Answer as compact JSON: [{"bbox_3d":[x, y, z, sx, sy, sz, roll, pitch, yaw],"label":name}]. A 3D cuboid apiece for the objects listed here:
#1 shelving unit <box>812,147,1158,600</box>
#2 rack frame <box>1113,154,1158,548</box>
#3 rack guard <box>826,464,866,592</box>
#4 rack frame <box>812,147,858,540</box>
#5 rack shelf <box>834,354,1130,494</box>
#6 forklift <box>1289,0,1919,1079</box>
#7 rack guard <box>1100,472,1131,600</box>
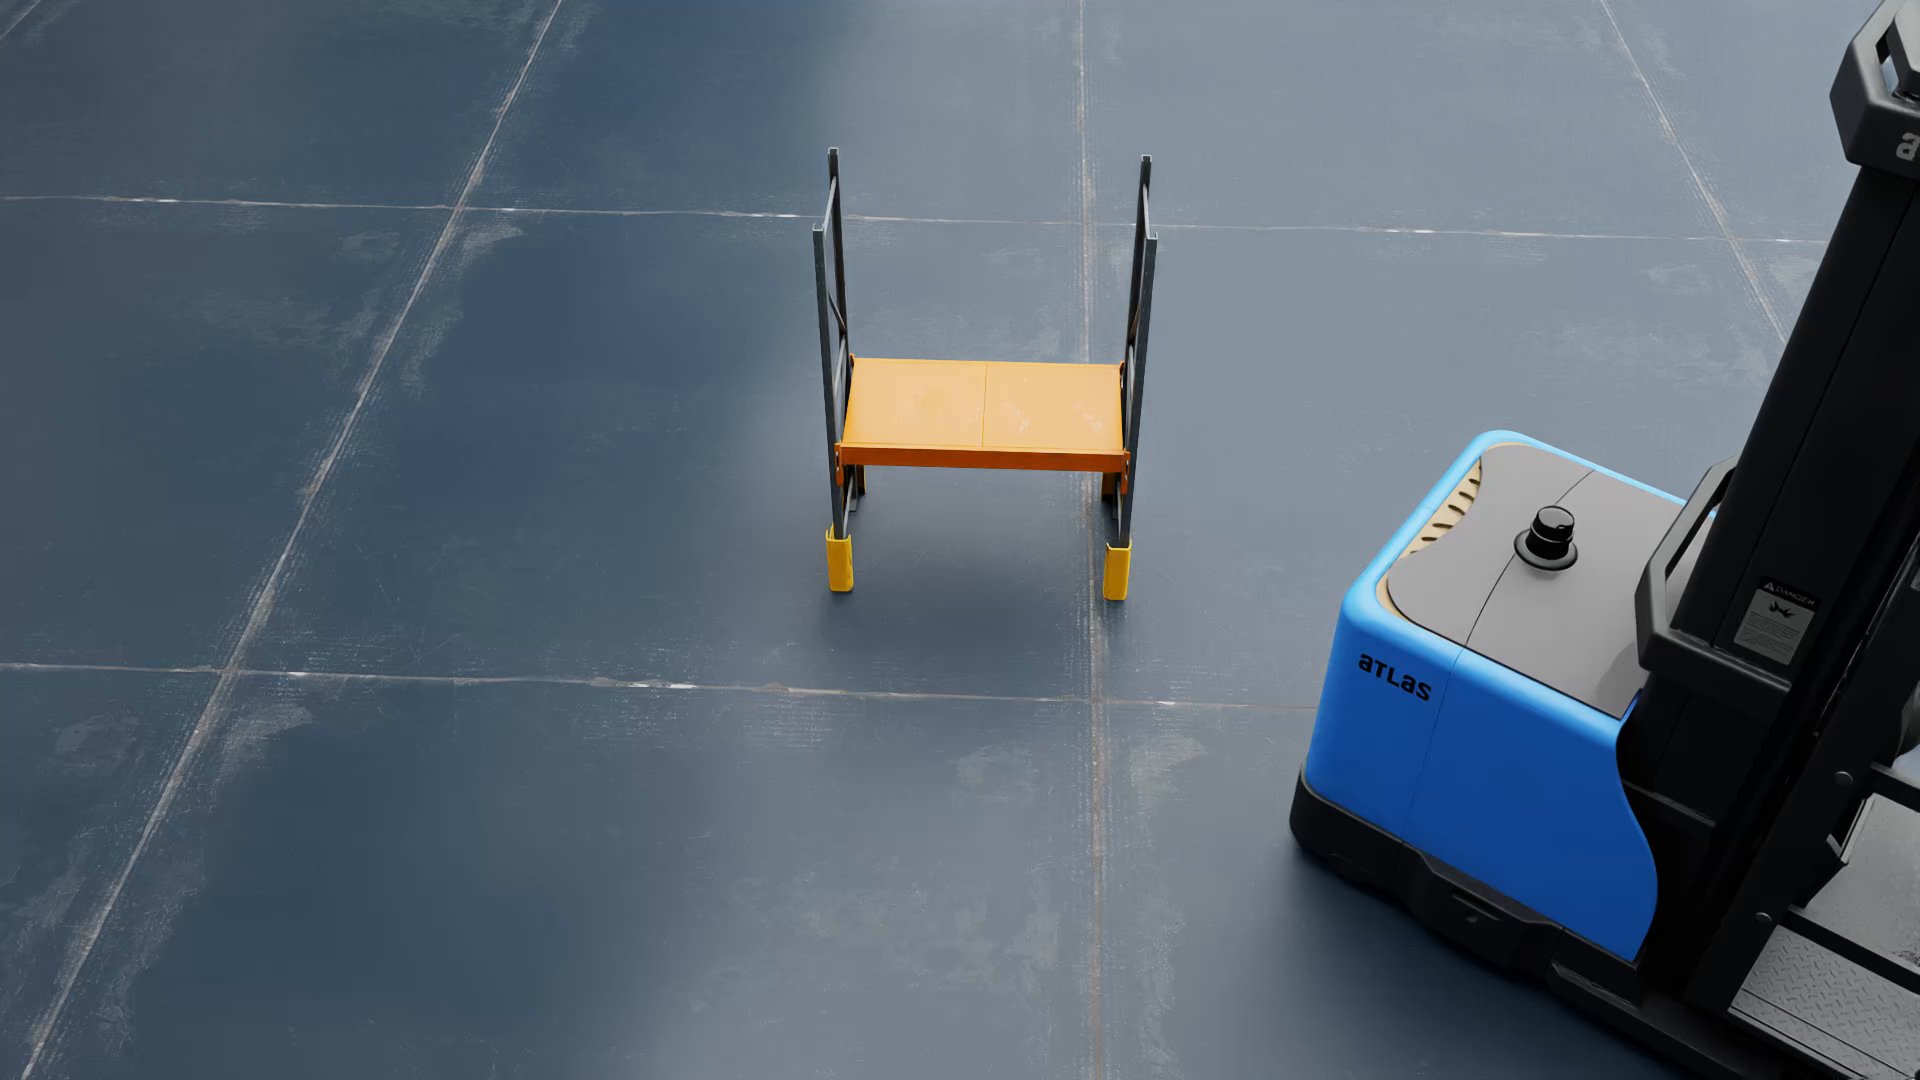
[{"bbox_3d":[0.076,-0.546,5.736,1.083,1.500,0.587,2,43,2],"label":"shelving unit"},{"bbox_3d":[0.593,-0.531,5.719,0.032,1.500,0.500,2,43,2],"label":"rack frame"},{"bbox_3d":[-0.421,-0.104,6.179,0.087,0.250,0.587,2,43,2],"label":"rack guard"},{"bbox_3d":[-0.423,-0.562,5.753,0.032,1.500,0.500,2,43,2],"label":"rack frame"},{"bbox_3d":[0.085,-0.415,5.859,1.000,0.185,0.538,2,43,2],"label":"rack shelf"},{"bbox_3d":[2.510,0.222,3.862,3.031,2.935,1.130,27,49,26],"label":"forklift"},{"bbox_3d":[0.574,-0.074,6.146,0.087,0.250,0.587,2,43,2],"label":"rack guard"}]
